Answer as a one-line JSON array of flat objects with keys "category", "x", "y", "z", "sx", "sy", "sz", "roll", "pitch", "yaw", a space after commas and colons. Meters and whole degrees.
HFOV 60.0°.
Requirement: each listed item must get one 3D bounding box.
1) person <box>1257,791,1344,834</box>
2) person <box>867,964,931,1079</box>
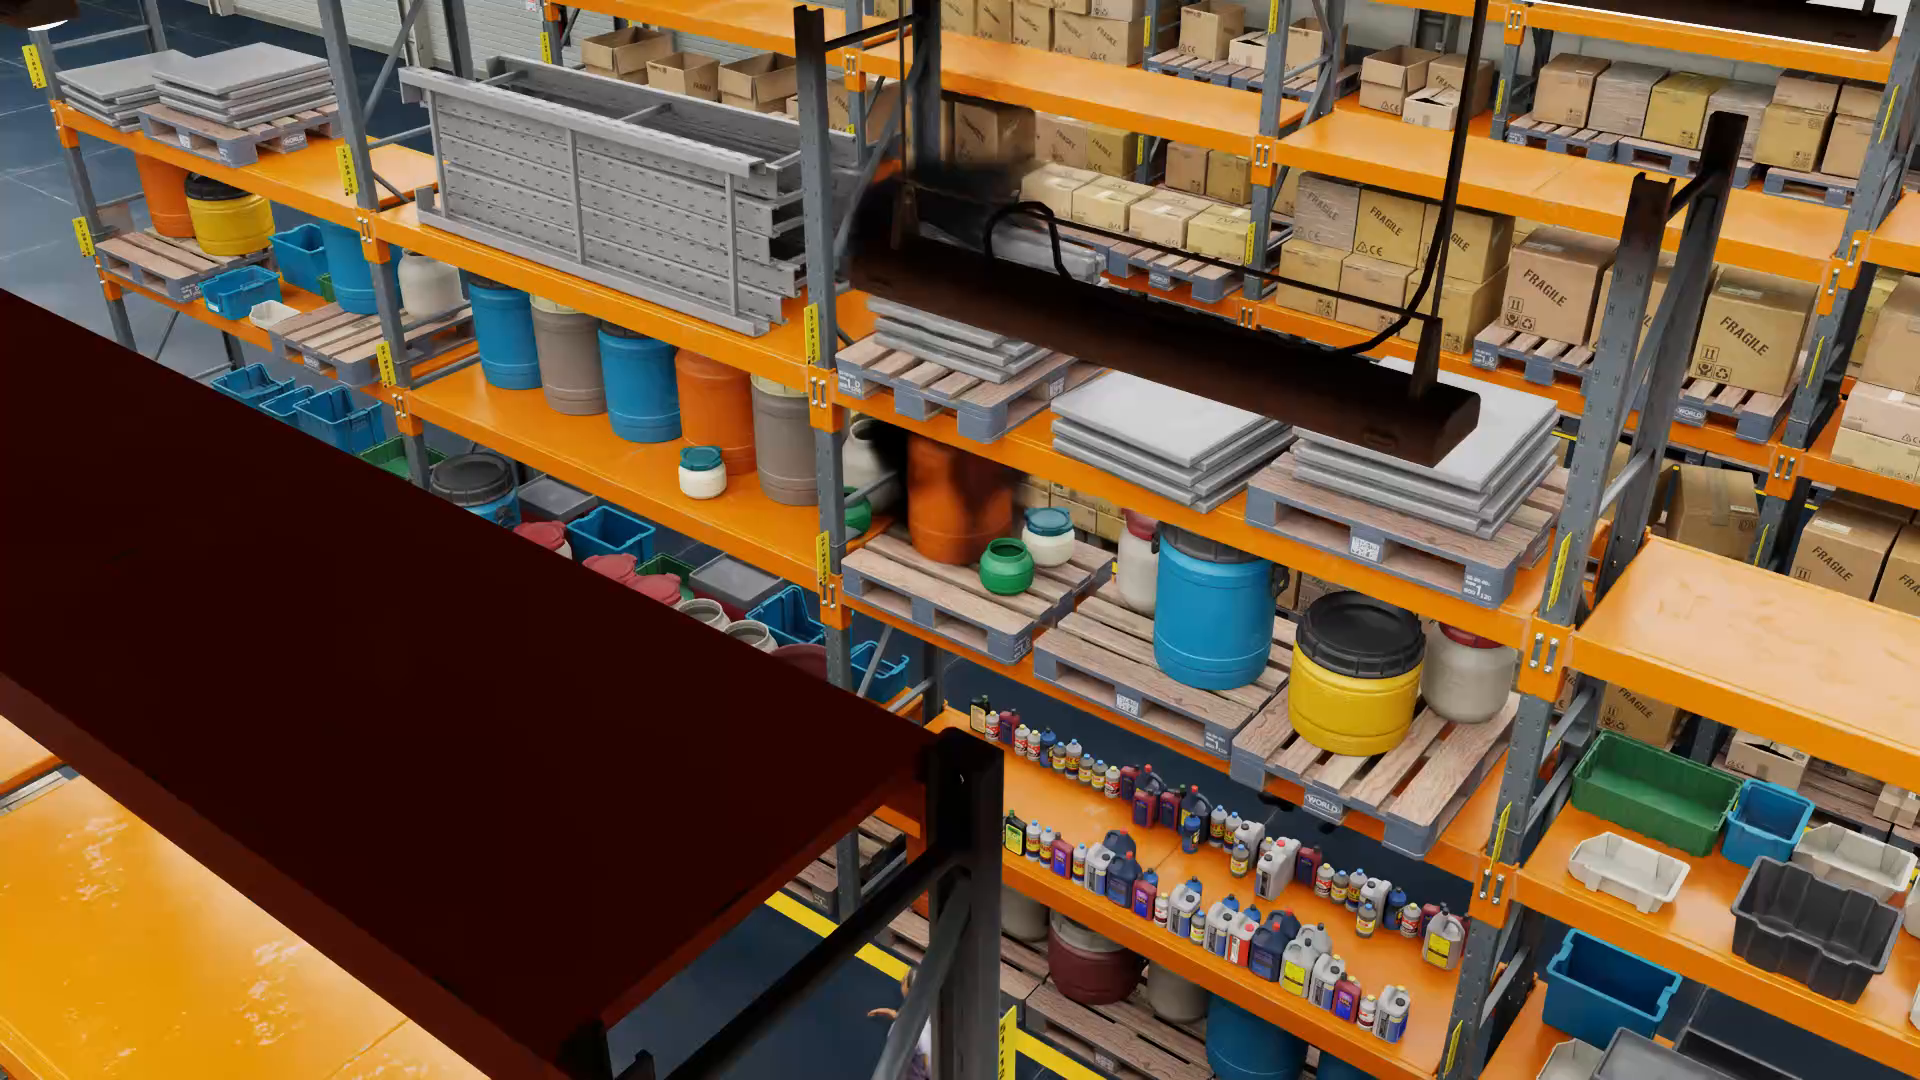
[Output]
[{"category": "person", "x": 2.373, "y": 1.209, "z": 11.125, "sx": 0.744, "sy": 1.734, "sz": 0.656, "roll": 24, "pitch": 39, "yaw": 34}, {"category": "person", "x": -0.154, "y": 2.820, "z": 8.523, "sx": 0.759, "sy": 1.717, "sz": 0.631, "roll": 14, "pitch": 34, "yaw": 22}]
